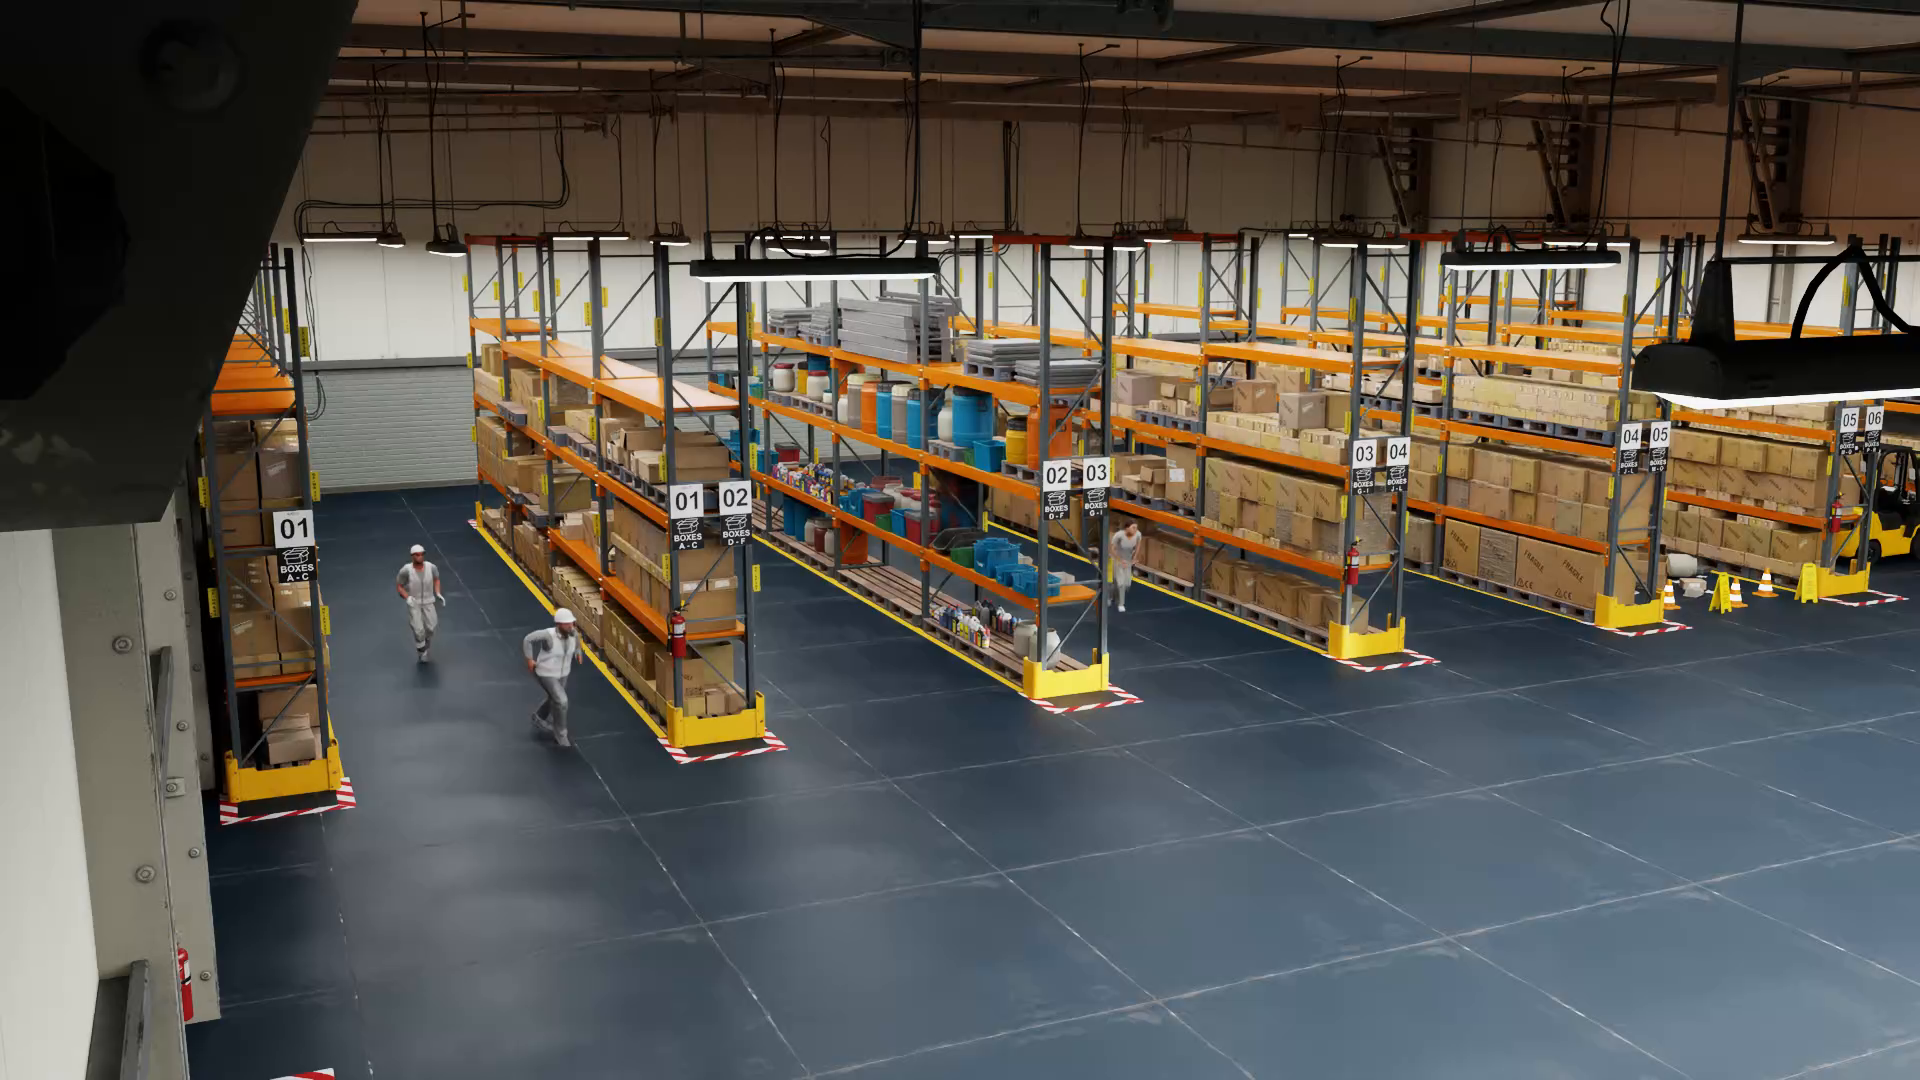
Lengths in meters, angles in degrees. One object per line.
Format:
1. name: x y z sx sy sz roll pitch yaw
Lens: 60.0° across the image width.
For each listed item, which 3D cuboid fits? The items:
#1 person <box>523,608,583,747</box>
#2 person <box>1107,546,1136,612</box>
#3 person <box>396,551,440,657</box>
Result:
1. person: -4.966 1.668 20.257 0.951 1.784 0.698 9 14 40
2. person: 2.482 0.571 25.952 0.340 1.064 0.651 -5 12 -25
3. person: -7.771 0.903 23.933 0.636 1.625 0.524 -6 13 -29
